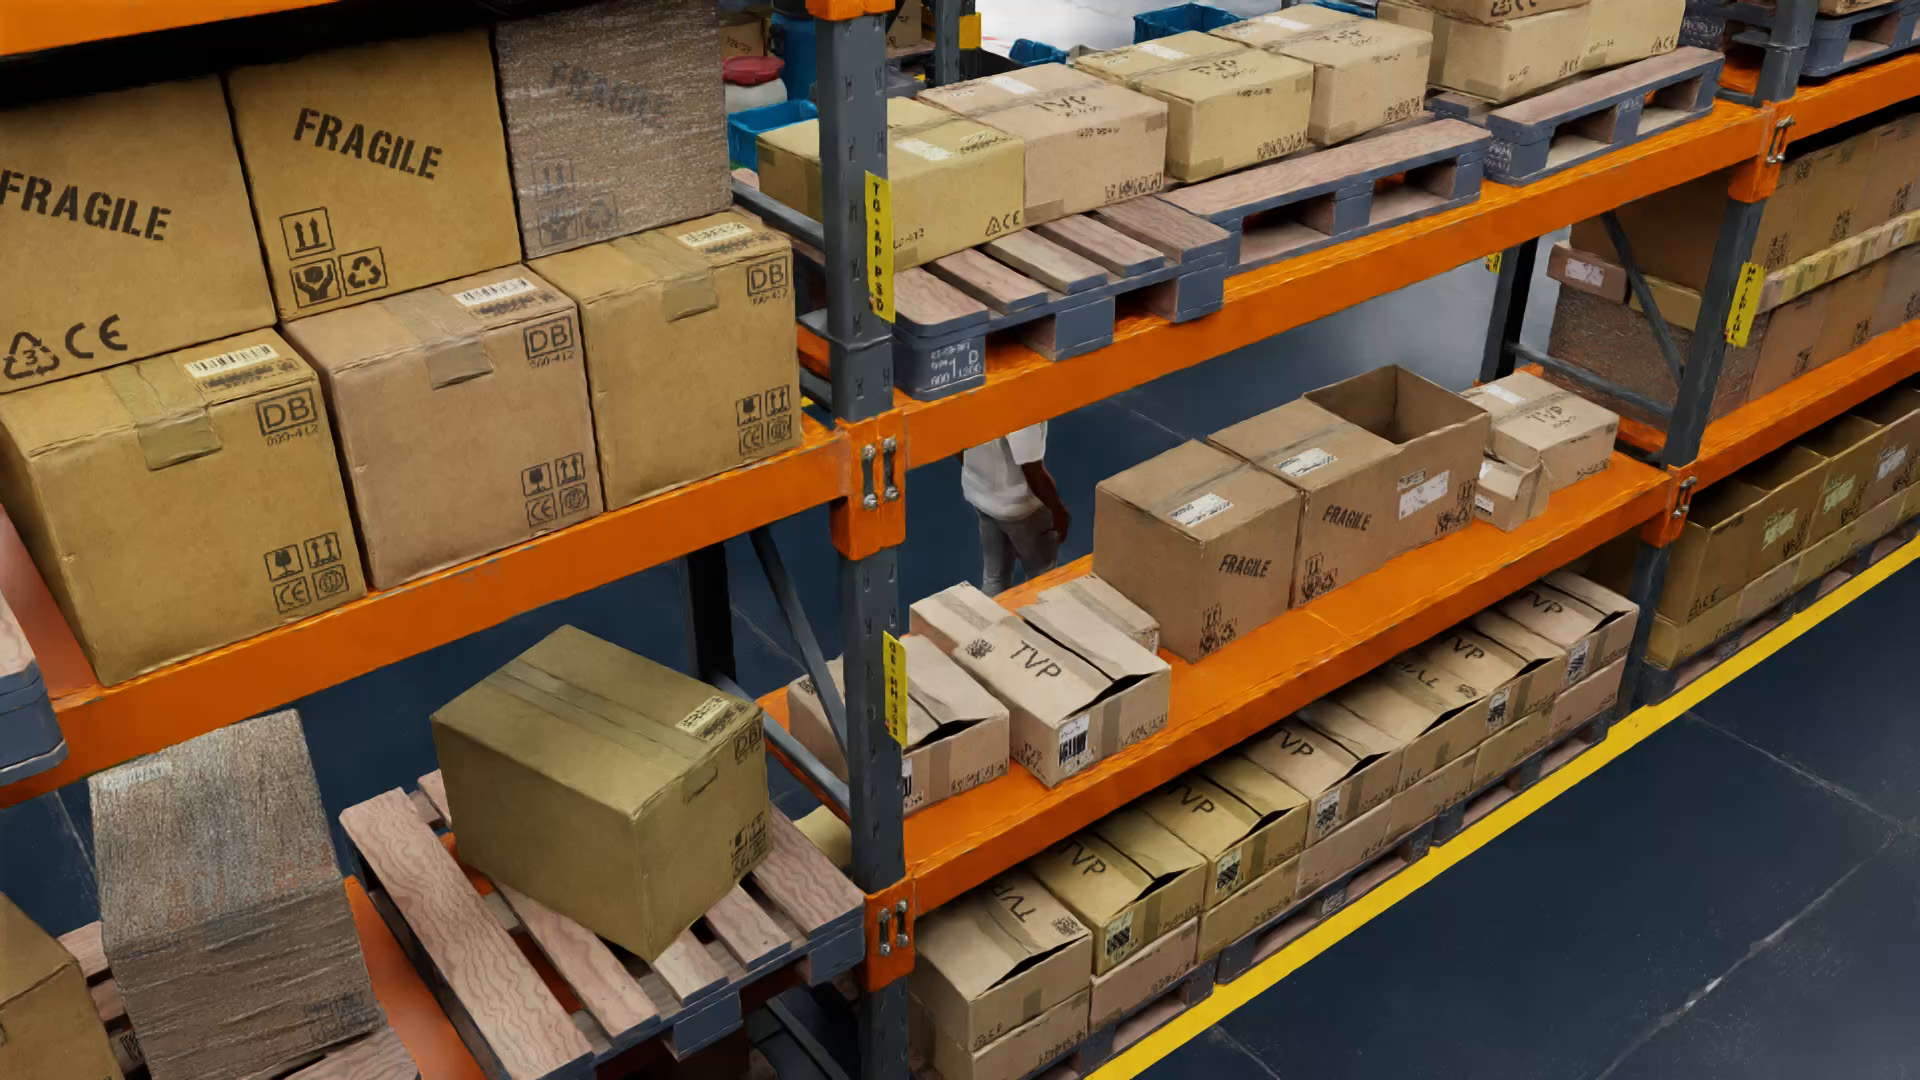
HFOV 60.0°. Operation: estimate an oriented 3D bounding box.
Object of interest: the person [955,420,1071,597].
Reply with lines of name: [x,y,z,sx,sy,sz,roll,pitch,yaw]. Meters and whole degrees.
person: [0.275,-0.229,7.463,0.578,1.766,0.665,-24,39,-33]
